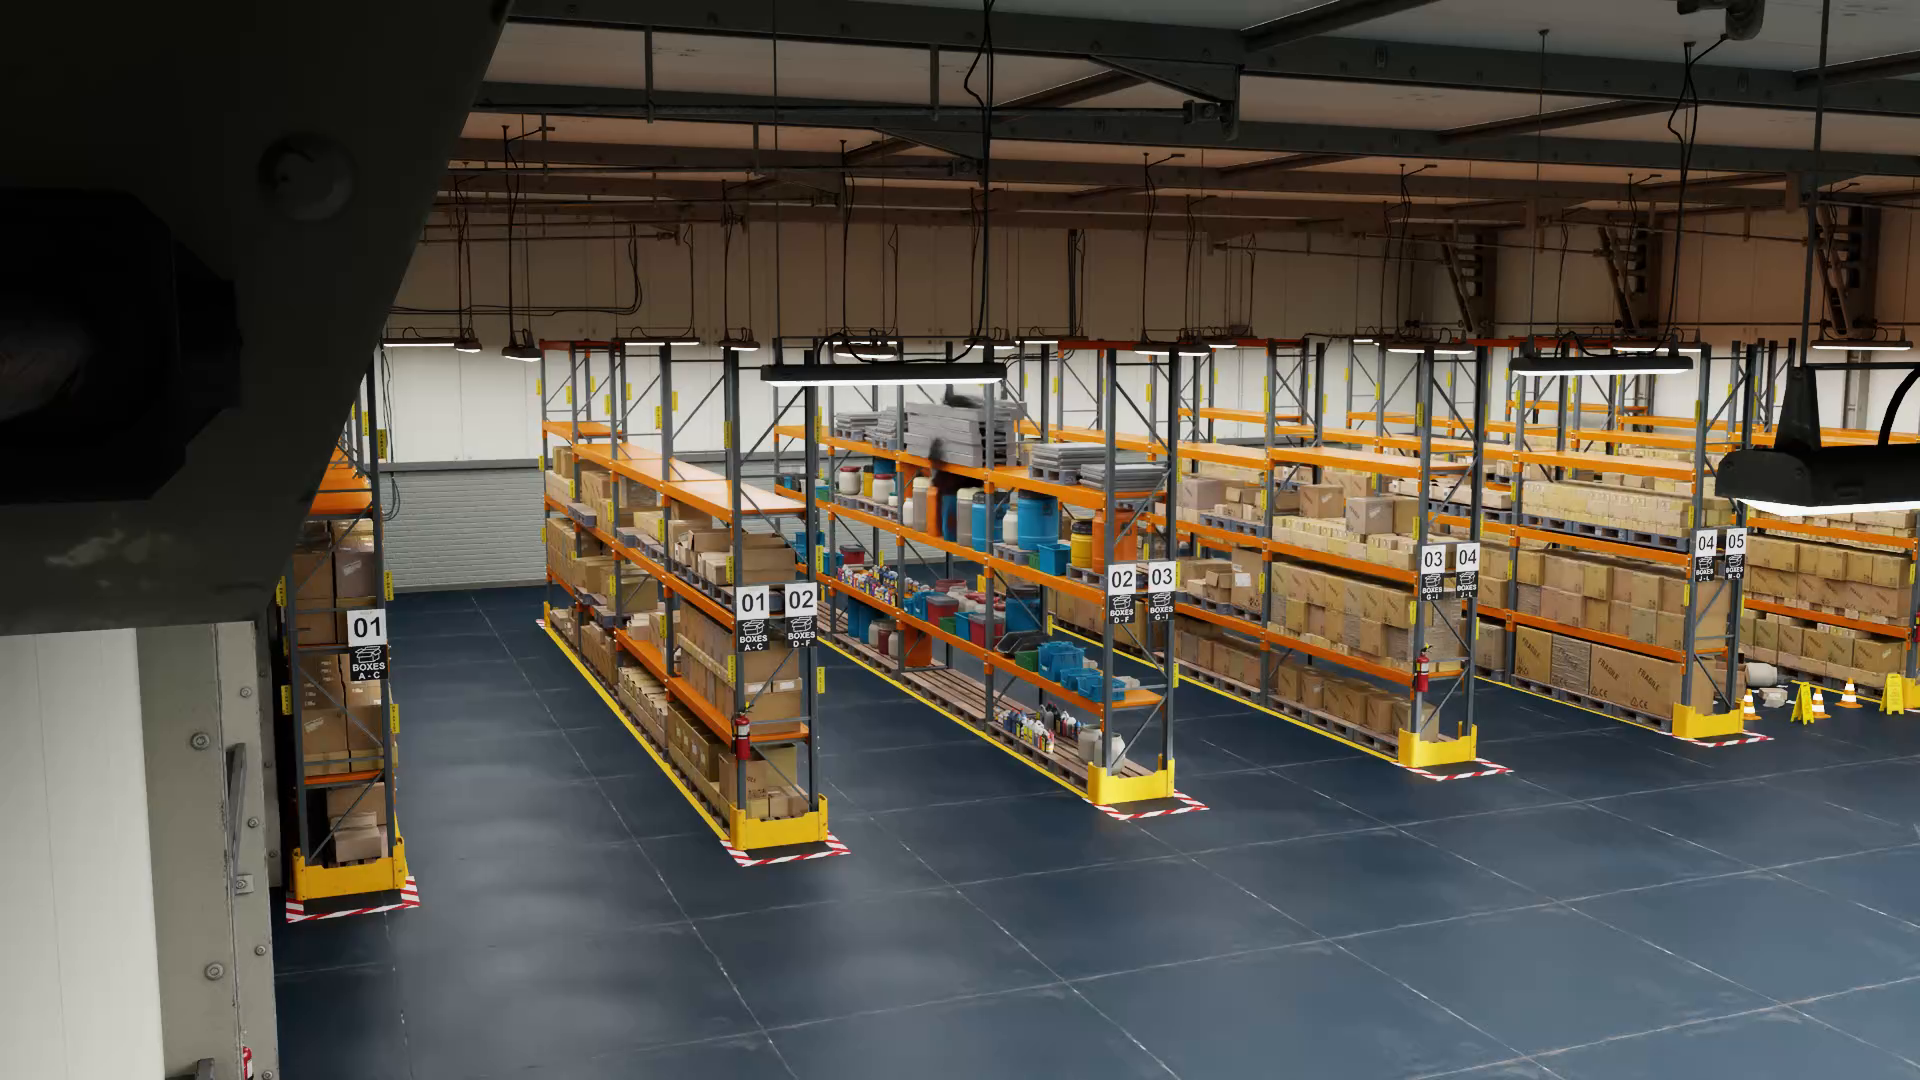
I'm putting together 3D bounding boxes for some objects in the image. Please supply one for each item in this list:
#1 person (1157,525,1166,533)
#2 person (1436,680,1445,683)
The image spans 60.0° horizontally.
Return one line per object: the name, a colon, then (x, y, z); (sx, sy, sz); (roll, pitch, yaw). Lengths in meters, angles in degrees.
person: (5.177, 0.094, 41.687); (0.784, 1.769, 0.808); (-1, 8, -11)
person: (8.372, 1.632, 29.533); (0.697, 1.741, 0.768); (-4, 9, -30)
